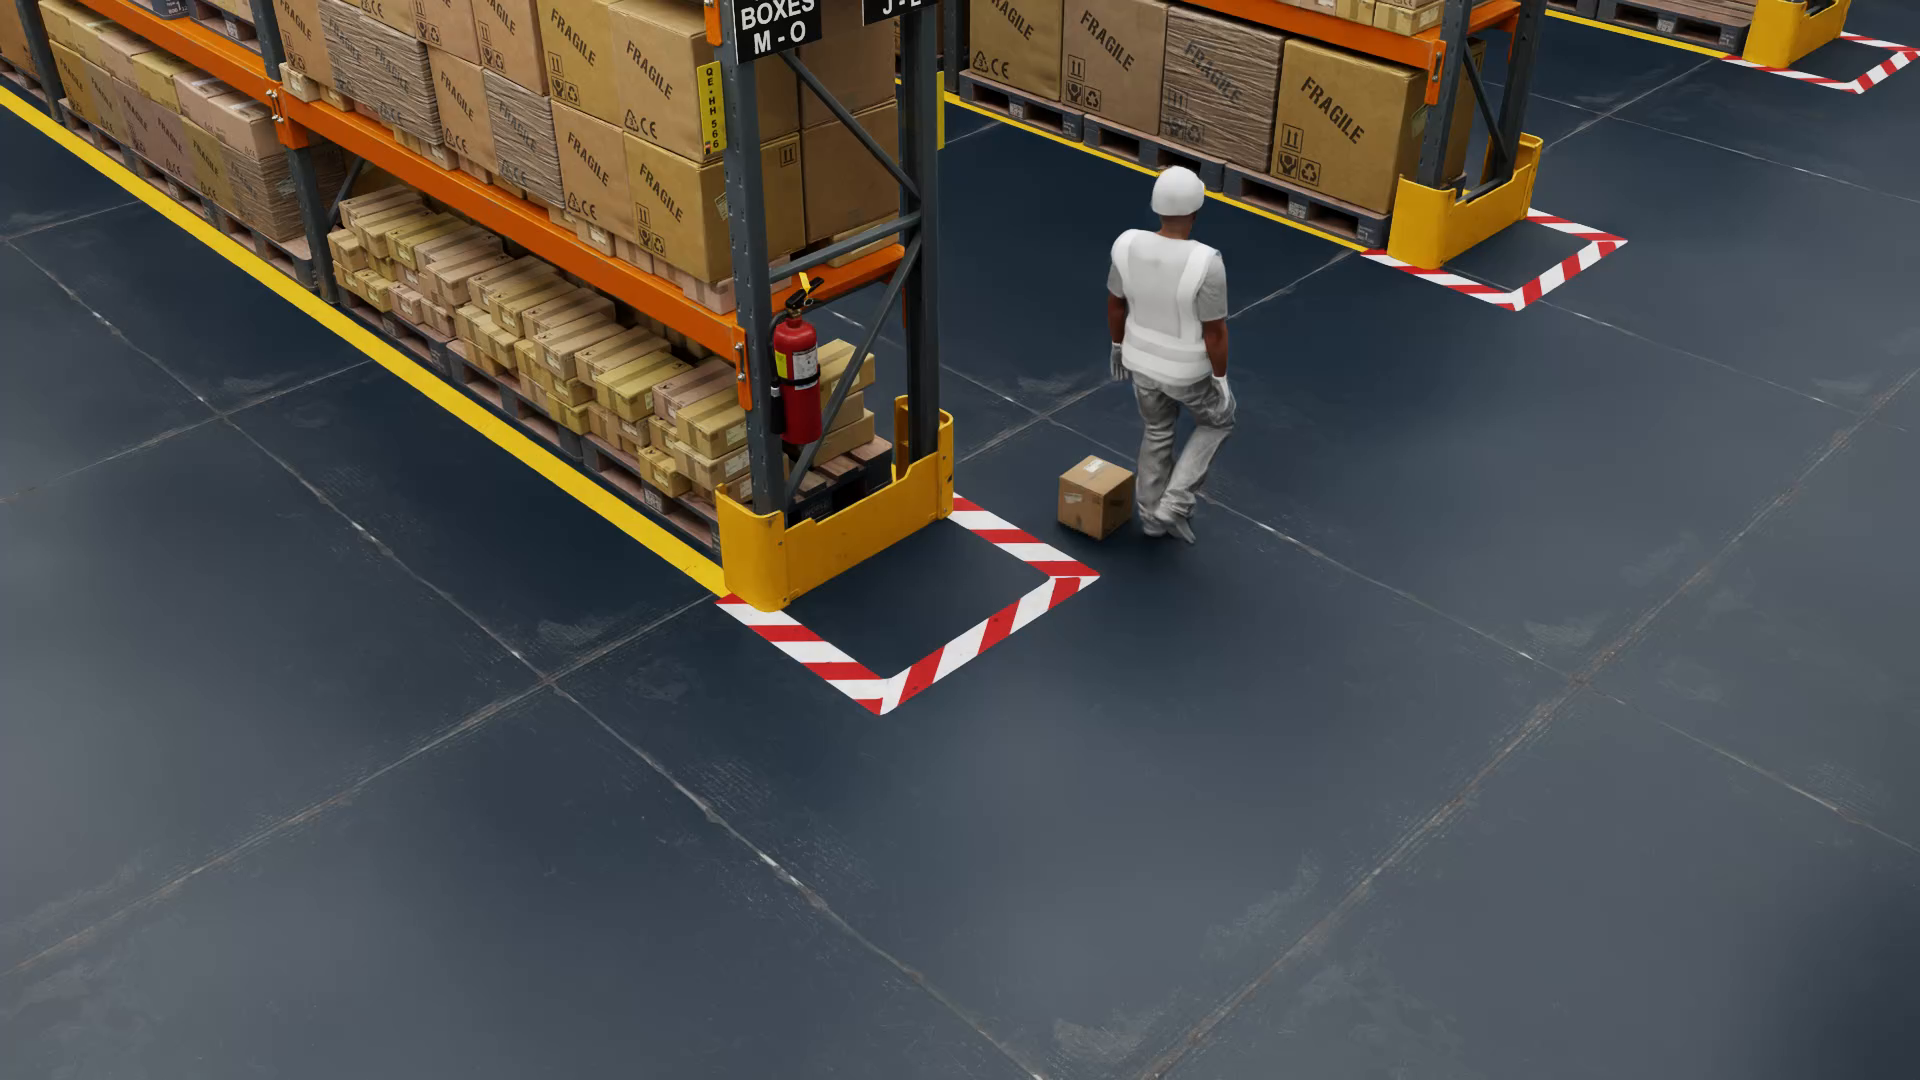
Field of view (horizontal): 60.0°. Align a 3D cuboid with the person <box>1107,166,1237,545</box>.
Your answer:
[{"bbox_3d":[0.934,-0.785,7.197,0.609,1.771,0.467,24,42,30],"label":"person"}]
